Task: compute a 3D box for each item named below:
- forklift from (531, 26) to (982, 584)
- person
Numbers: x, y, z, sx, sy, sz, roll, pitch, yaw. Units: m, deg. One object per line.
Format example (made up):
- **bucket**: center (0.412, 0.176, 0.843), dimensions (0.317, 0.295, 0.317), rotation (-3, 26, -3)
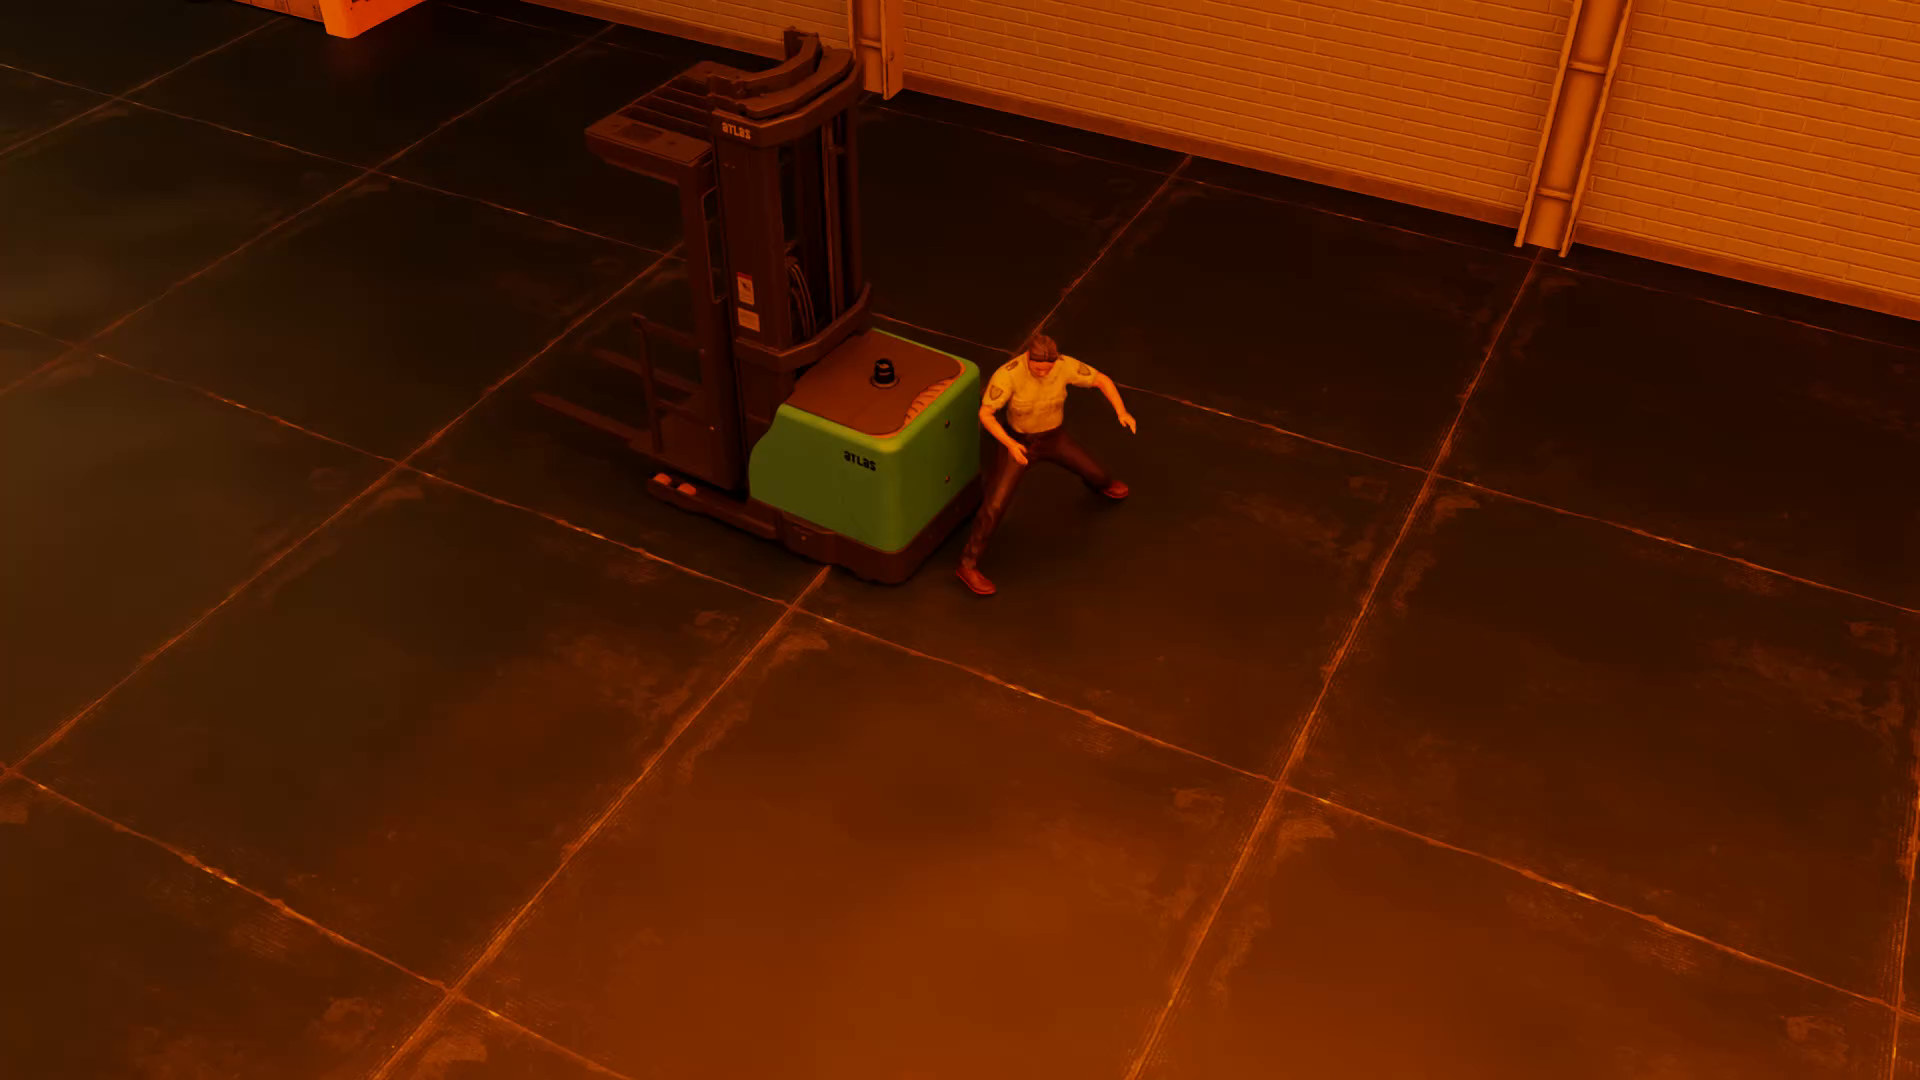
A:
- **forklift**: center (-1.390, -1.576, 9.858), dimensions (3.031, 2.935, 1.130), rotation (22, 45, 24)
- **person**: center (0.544, -0.552, 9.789), dimensions (1.285, 1.449, 0.779), rotation (-11, 41, -13)
